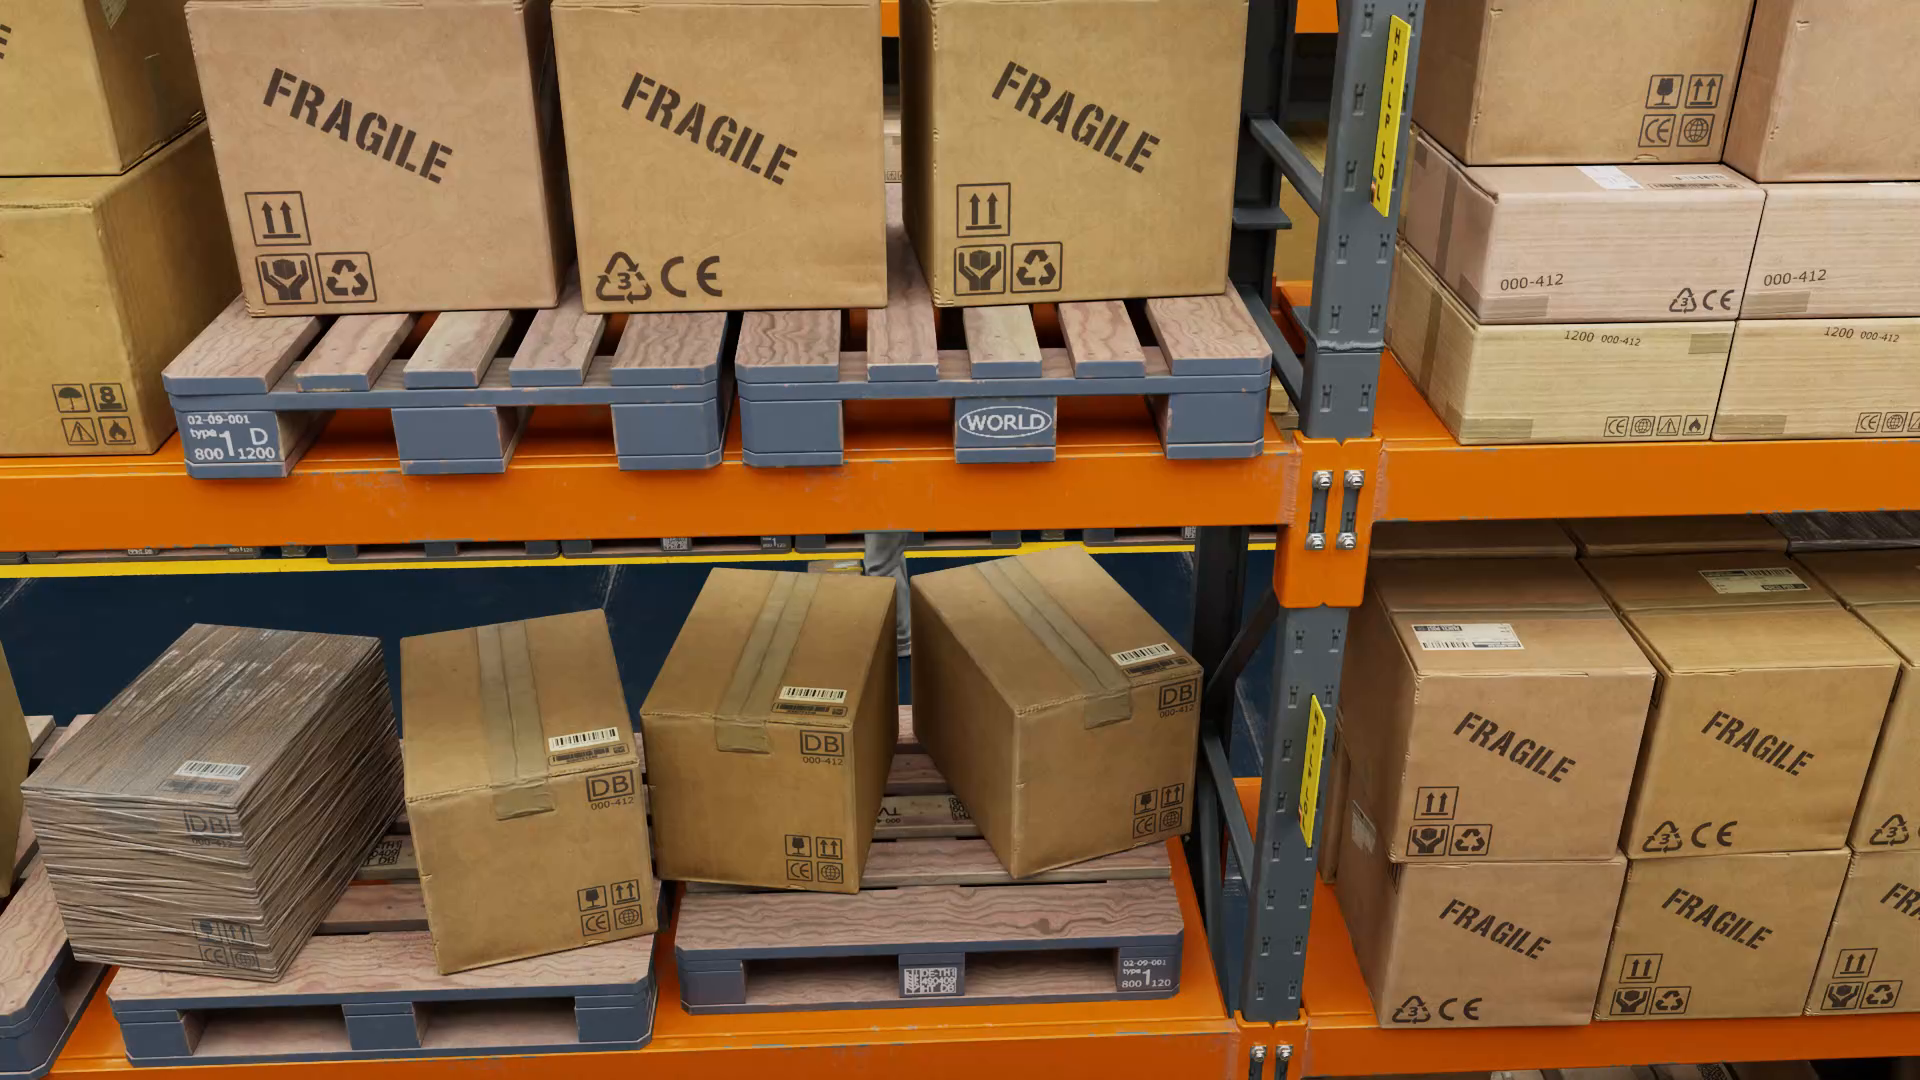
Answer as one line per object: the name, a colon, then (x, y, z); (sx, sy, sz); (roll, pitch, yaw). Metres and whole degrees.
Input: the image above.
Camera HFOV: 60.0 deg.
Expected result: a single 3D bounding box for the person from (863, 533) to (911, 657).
person: (-0.346, -0.241, 7.583); (0.364, 1.671, 0.504); (-3, 28, -5)
